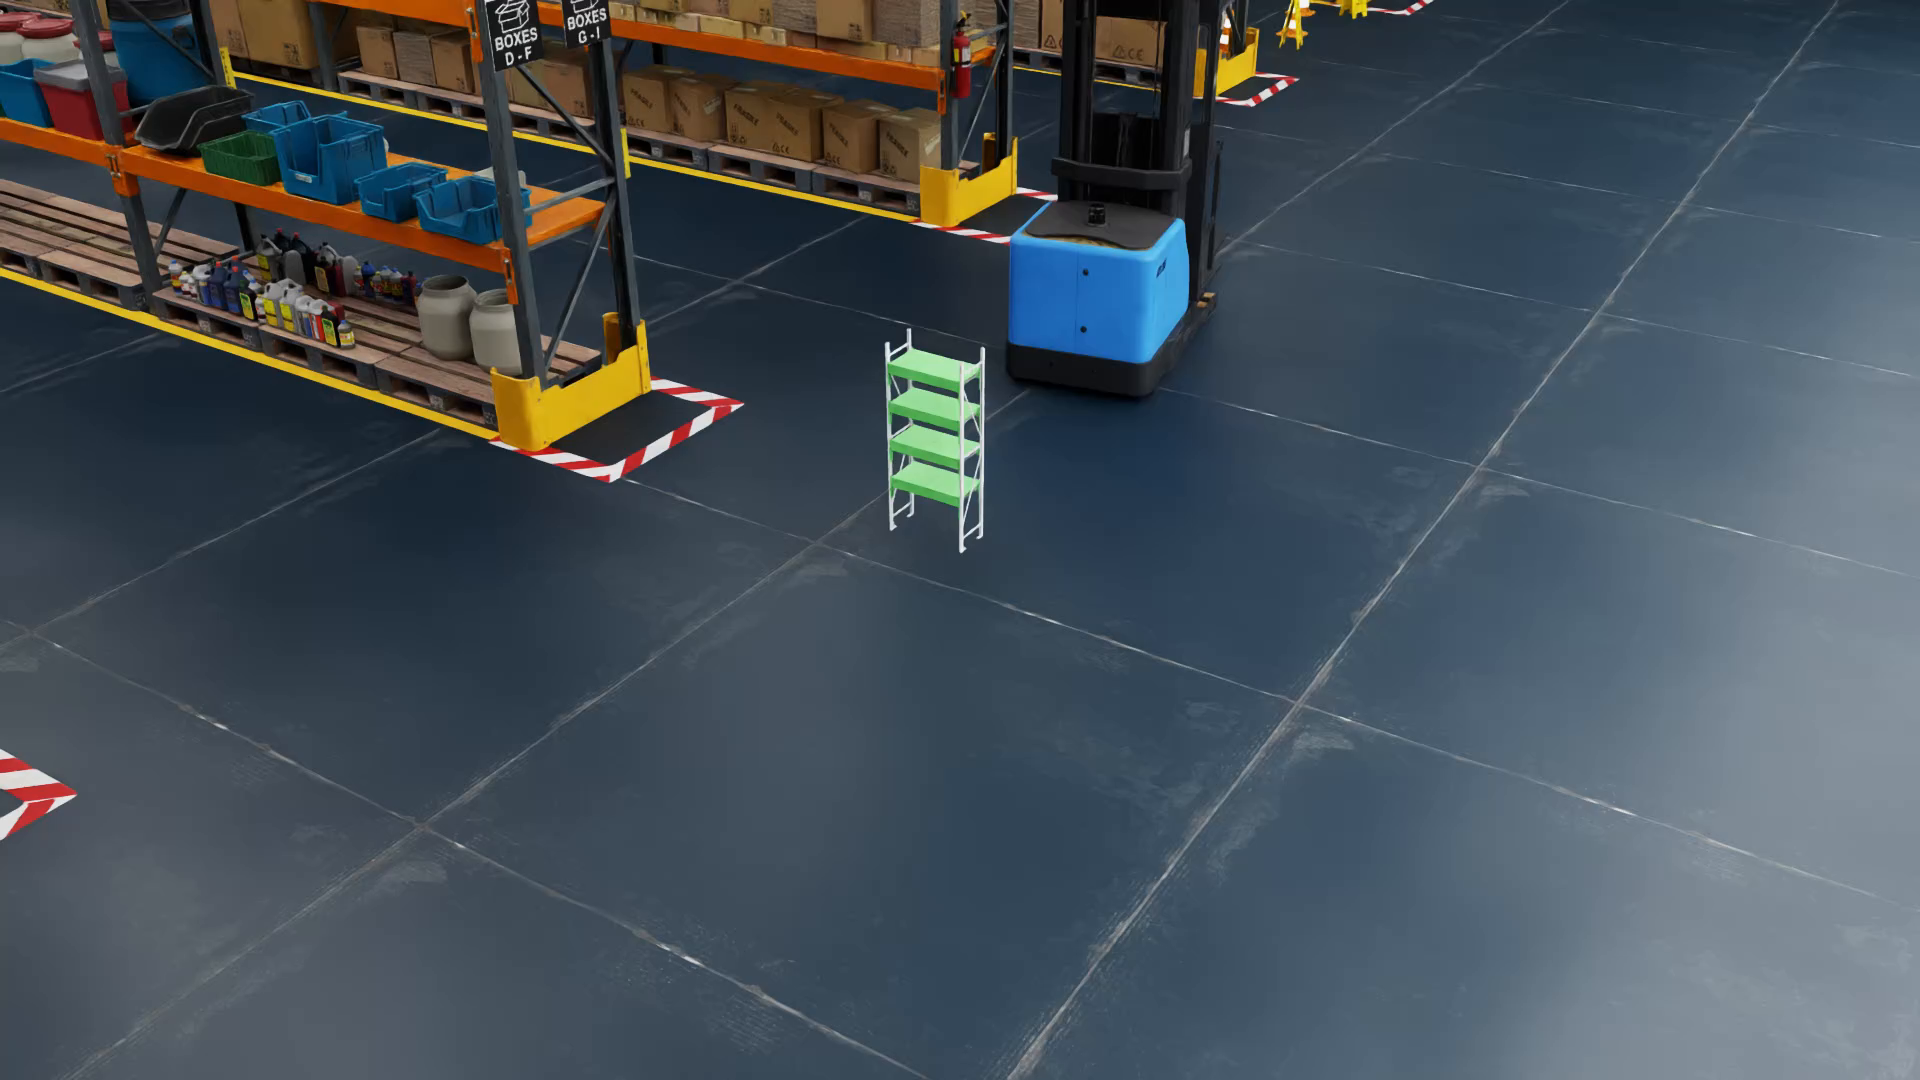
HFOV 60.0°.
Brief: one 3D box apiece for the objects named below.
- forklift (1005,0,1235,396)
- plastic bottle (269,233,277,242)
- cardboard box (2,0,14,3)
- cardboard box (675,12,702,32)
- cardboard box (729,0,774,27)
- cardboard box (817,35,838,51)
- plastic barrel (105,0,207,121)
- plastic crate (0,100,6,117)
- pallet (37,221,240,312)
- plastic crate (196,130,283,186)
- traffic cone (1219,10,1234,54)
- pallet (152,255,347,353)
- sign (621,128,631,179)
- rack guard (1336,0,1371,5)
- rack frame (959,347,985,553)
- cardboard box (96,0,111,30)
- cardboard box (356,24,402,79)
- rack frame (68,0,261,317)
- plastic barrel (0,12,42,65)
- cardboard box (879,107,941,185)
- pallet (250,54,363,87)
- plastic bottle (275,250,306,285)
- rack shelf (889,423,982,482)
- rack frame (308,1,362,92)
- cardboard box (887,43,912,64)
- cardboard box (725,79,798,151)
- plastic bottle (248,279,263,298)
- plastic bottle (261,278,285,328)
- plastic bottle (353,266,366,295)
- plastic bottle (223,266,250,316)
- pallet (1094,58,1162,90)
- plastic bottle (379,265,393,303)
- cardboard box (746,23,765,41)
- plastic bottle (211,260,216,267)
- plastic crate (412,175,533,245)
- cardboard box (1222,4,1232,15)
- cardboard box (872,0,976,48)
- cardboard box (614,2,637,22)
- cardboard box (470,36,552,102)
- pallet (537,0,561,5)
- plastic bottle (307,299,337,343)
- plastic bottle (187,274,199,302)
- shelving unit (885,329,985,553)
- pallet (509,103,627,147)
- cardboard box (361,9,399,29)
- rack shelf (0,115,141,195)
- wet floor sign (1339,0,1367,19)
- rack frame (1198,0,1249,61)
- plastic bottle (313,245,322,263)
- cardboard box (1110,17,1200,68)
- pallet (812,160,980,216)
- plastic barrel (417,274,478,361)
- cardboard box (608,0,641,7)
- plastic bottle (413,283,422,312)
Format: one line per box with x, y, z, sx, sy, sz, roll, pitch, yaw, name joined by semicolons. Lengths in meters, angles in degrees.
1.330;-2.968;11.929;1.130;2.935;3.031;11;32;18;forklift
-5.289;-2.248;12.885;0.133;0.283;0.061;19;35;30;plastic bottle
-12.047;-7.430;21.201;0.875;0.875;0.875;18;35;27;cardboard box
-2.378;-4.763;15.187;0.250;0.149;0.380;18;35;27;cardboard box
-1.607;-4.966;14.891;0.500;0.500;0.875;18;35;27;cardboard box
-1.045;-4.411;14.584;0.250;0.149;0.380;18;35;27;cardboard box
-6.038;-3.668;12.564;0.708;0.901;0.600;18;35;27;plastic barrel
-7.497;-3.473;12.937;0.662;0.188;0.450;18;35;27;plastic crate
-6.557;-2.208;13.326;1.213;0.211;1.003;18;35;27;pallet
-4.872;-2.643;11.514;0.662;0.188;0.450;18;35;27;plastic crate
3.177;-6.004;19.582;0.334;0.463;0.336;18;35;27;traffic cone
-5.325;-1.817;12.655;1.213;0.211;1.003;18;35;27;pallet
-2.187;-2.501;10.785;0.005;0.325;0.100;18;35;27;sign
5.354;-7.432;21.992;0.348;0.500;1.175;18;35;27;rack guard
0.066;-0.497;9.412;0.015;1.200;0.240;18;35;27;rack frame
-9.461;-6.577;19.738;0.875;0.875;1.225;18;35;27;cardboard box
-6.048;-5.344;17.977;0.500;0.500;0.700;16;34;25;cardboard box
-5.871;-3.219;12.291;0.127;3.000;1.000;18;35;27;rack frame
-7.553;-3.940;13.392;0.433;0.535;0.433;0;30;0;plastic barrel
-0.370;-3.537;14.901;0.500;0.500;0.500;25;39;36;cardboard box
-7.254;-5.443;18.871;1.213;0.211;1.003;18;35;27;pallet
-5.068;-2.062;12.573;0.135;0.276;0.152;18;35;27;plastic bottle
-0.140;-0.507;9.556;0.480;0.148;0.258;18;35;27;rack shelf
-6.626;-6.404;17.751;0.127;3.000;1.000;18;35;27;rack frame
-0.413;-4.208;14.236;0.250;0.149;0.380;18;35;27;cardboard box
-1.864;-4.027;15.740;0.500;0.500;0.500;14;33;23;cardboard box
-5.104;-1.763;12.066;0.097;0.271;0.097;0;30;0;plastic bottle
-4.888;-1.707;11.891;0.185;0.351;0.144;17;34;27;plastic bottle
-4.487;-1.948;12.452;0.097;0.201;0.097;0;30;0;plastic bottle
-5.248;-1.821;12.087;0.185;0.351;0.144;16;34;25;plastic bottle
2.153;-5.327;18.672;1.213;0.211;1.003;18;35;27;pallet
-4.229;-1.896;12.295;0.097;0.271;0.097;0;30;0;plastic bottle
-1.703;-4.595;14.898;0.250;0.149;0.380;18;35;27;cardboard box
-5.490;-1.934;12.347;0.133;0.283;0.061;18;35;27;plastic bottle
-3.067;-2.089;10.502;0.616;0.251;0.499;18;35;27;plastic crate
3.235;-6.748;21.170;0.380;0.149;0.250;-15;33;-24;cardboard box
-0.302;-4.592;14.250;0.500;0.500;0.875;18;35;27;cardboard box
-3.011;-4.966;15.535;0.250;0.149;0.380;18;35;27;cardboard box
-4.615;-4.902;17.220;0.500;0.500;0.700;14;33;23;cardboard box
-3.808;-5.517;16.420;1.213;0.211;1.003;18;35;27;pallet
-4.471;-1.545;11.688;0.135;0.276;0.152;18;35;28;plastic bottle
-5.662;-1.873;12.325;0.097;0.201;0.097;0;30;0;plastic bottle
-0.140;-0.563;9.524;0.503;1.200;0.258;18;35;27;shelving unit
-3.898;-4.336;16.973;1.213;0.211;1.003;18;35;27;pallet
-6.043;-5.672;17.796;0.500;0.250;0.500;19;35;29;cardboard box
-7.565;-3.444;13.391;4.000;0.370;1.077;18;35;27;rack shelf
5.010;-6.966;21.051;0.267;0.644;0.232;-21;36;-32;wet floor sign
2.872;-6.351;17.660;0.127;3.000;1.000;18;35;27;rack frame
-4.850;-2.109;12.647;0.133;0.283;0.061;20;36;31;plastic bottle
2.263;-5.768;18.352;0.875;0.875;0.875;18;35;28;cardboard box
-0.584;-3.310;15.214;1.213;0.211;1.003;18;35;27;pallet
-3.506;-1.532;11.452;0.421;0.512;0.421;0;30;0;plastic barrel
-2.890;-5.358;15.562;0.500;0.500;0.875;18;35;27;cardboard box
-3.941;-1.775;12.156;0.097;0.201;0.097;0;30;0;plastic bottle
